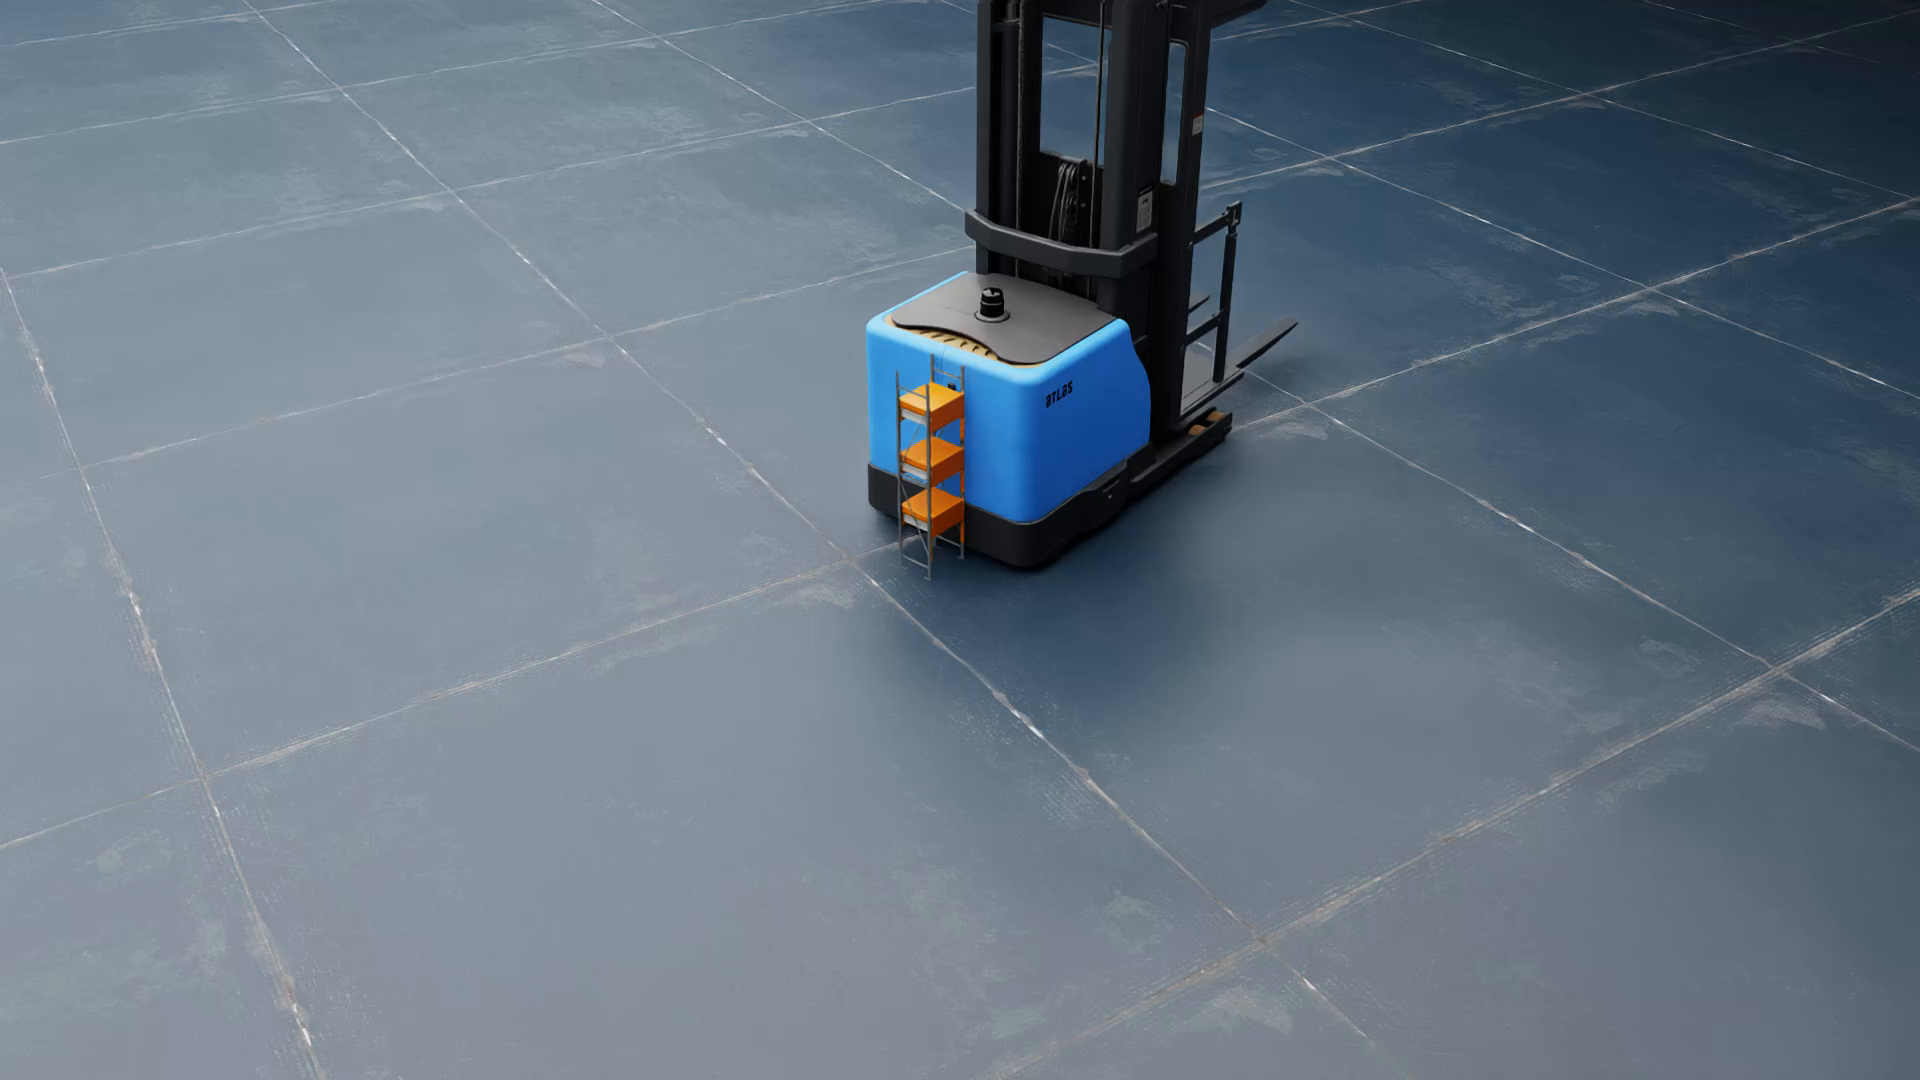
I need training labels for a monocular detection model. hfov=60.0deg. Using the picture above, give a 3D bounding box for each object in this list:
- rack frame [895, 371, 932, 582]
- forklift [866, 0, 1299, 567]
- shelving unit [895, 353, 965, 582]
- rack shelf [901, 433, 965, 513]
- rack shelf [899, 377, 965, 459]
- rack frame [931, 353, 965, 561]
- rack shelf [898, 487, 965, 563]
[{"bbox_3d":[-0.214,-0.280,7.710,0.200,1.050,0.008,24,40,33],"label":"rack frame"},{"bbox_3d":[0.834,-1.838,8.416,1.130,2.935,3.031,22,39,31],"label":"forklift"},{"bbox_3d":[-0.135,-0.330,7.788,0.215,1.050,0.252,24,40,33],"label":"shelving unit"},{"bbox_3d":[-0.135,-0.321,7.794,0.215,0.259,0.240,24,40,33],"label":"rack shelf"},{"bbox_3d":[-0.135,-0.561,7.643,0.215,0.259,0.240,24,40,33],"label":"rack shelf"},{"bbox_3d":[-0.056,-0.379,7.867,0.200,1.050,0.008,24,40,33],"label":"rack frame"},{"bbox_3d":[-0.135,-0.086,7.942,0.215,0.259,0.240,24,40,33],"label":"rack shelf"}]
